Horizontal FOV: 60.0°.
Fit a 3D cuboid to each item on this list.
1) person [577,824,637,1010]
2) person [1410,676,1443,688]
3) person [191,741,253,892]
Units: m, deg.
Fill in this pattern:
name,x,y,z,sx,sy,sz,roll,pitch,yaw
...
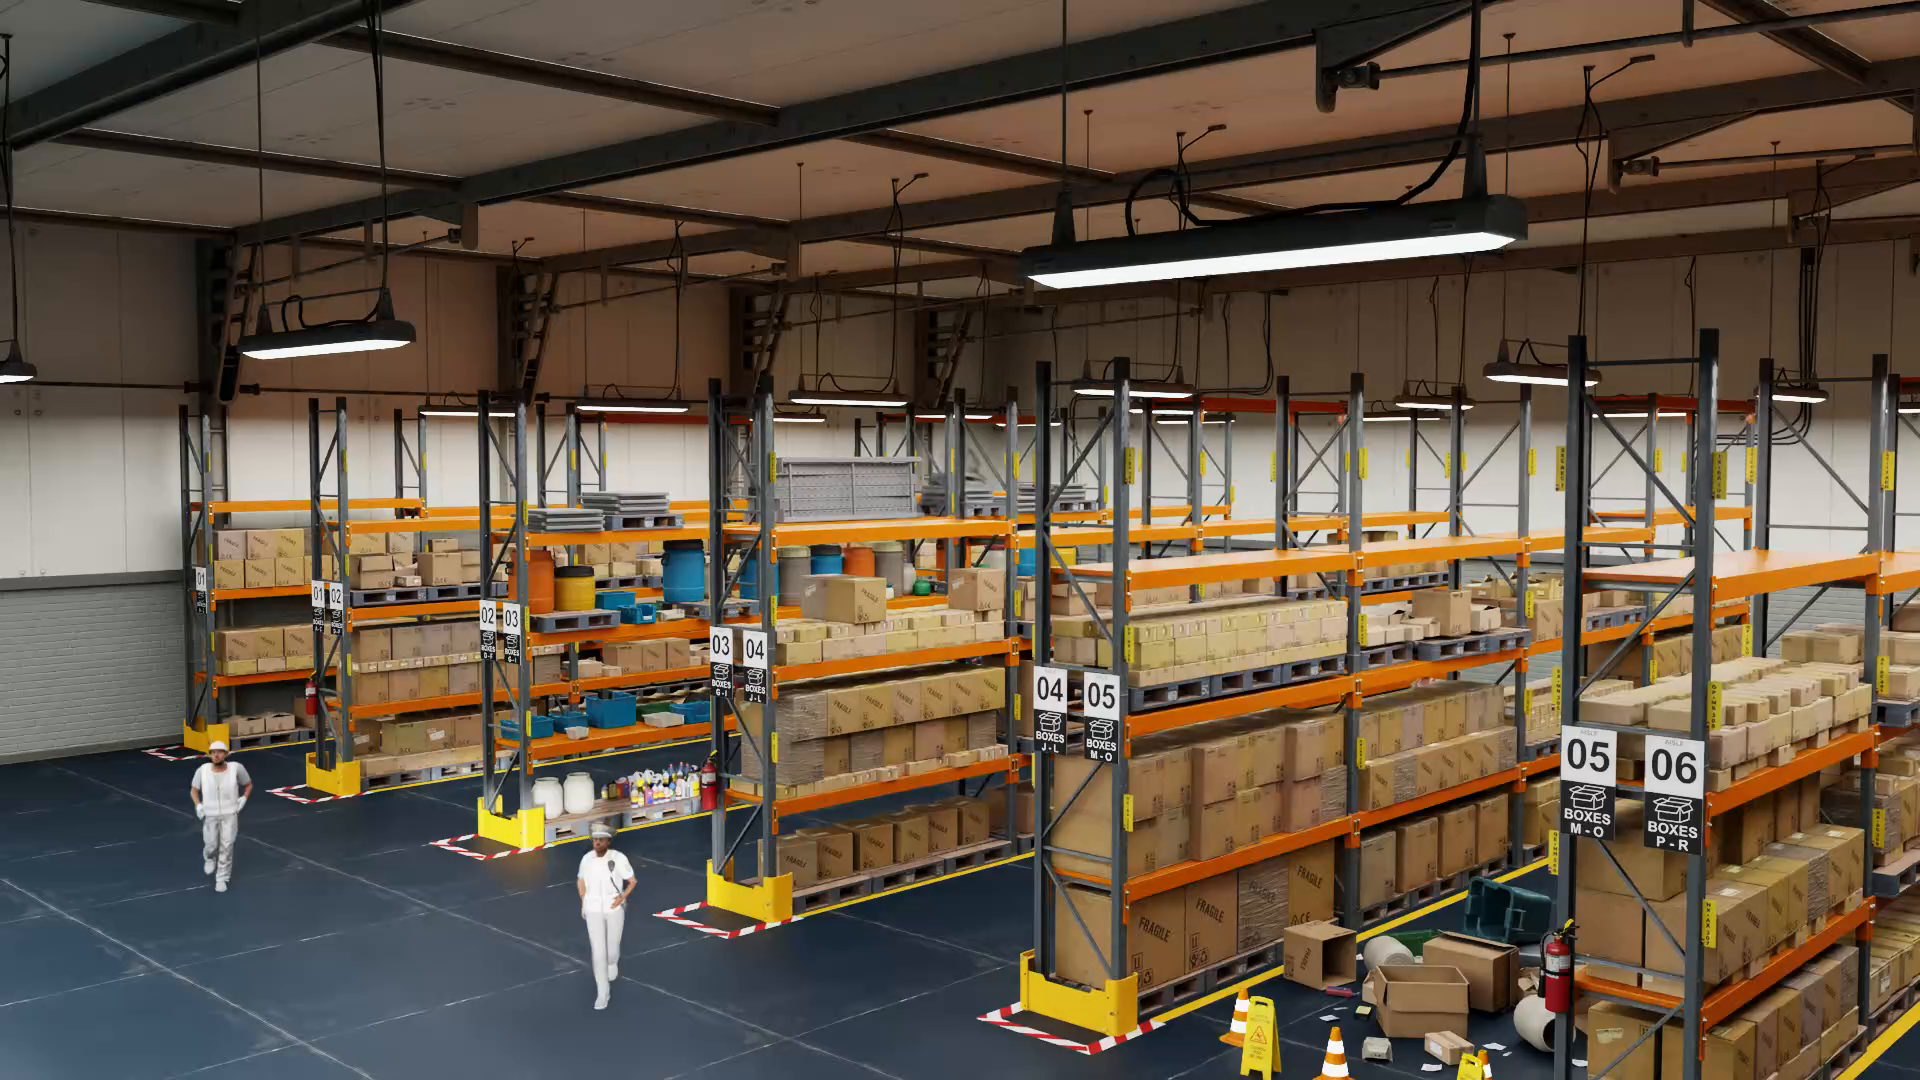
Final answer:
name,x,y,z,sx,sy,sz,roll,pitch,yaw
person,-3.349,3.506,15.739,0.576,1.696,0.726,0,3,-2
person,7.552,2.863,26.746,0.920,1.830,0.671,-3,4,-42
person,-8.788,3.255,19.820,0.678,1.758,0.661,-1,3,-20
